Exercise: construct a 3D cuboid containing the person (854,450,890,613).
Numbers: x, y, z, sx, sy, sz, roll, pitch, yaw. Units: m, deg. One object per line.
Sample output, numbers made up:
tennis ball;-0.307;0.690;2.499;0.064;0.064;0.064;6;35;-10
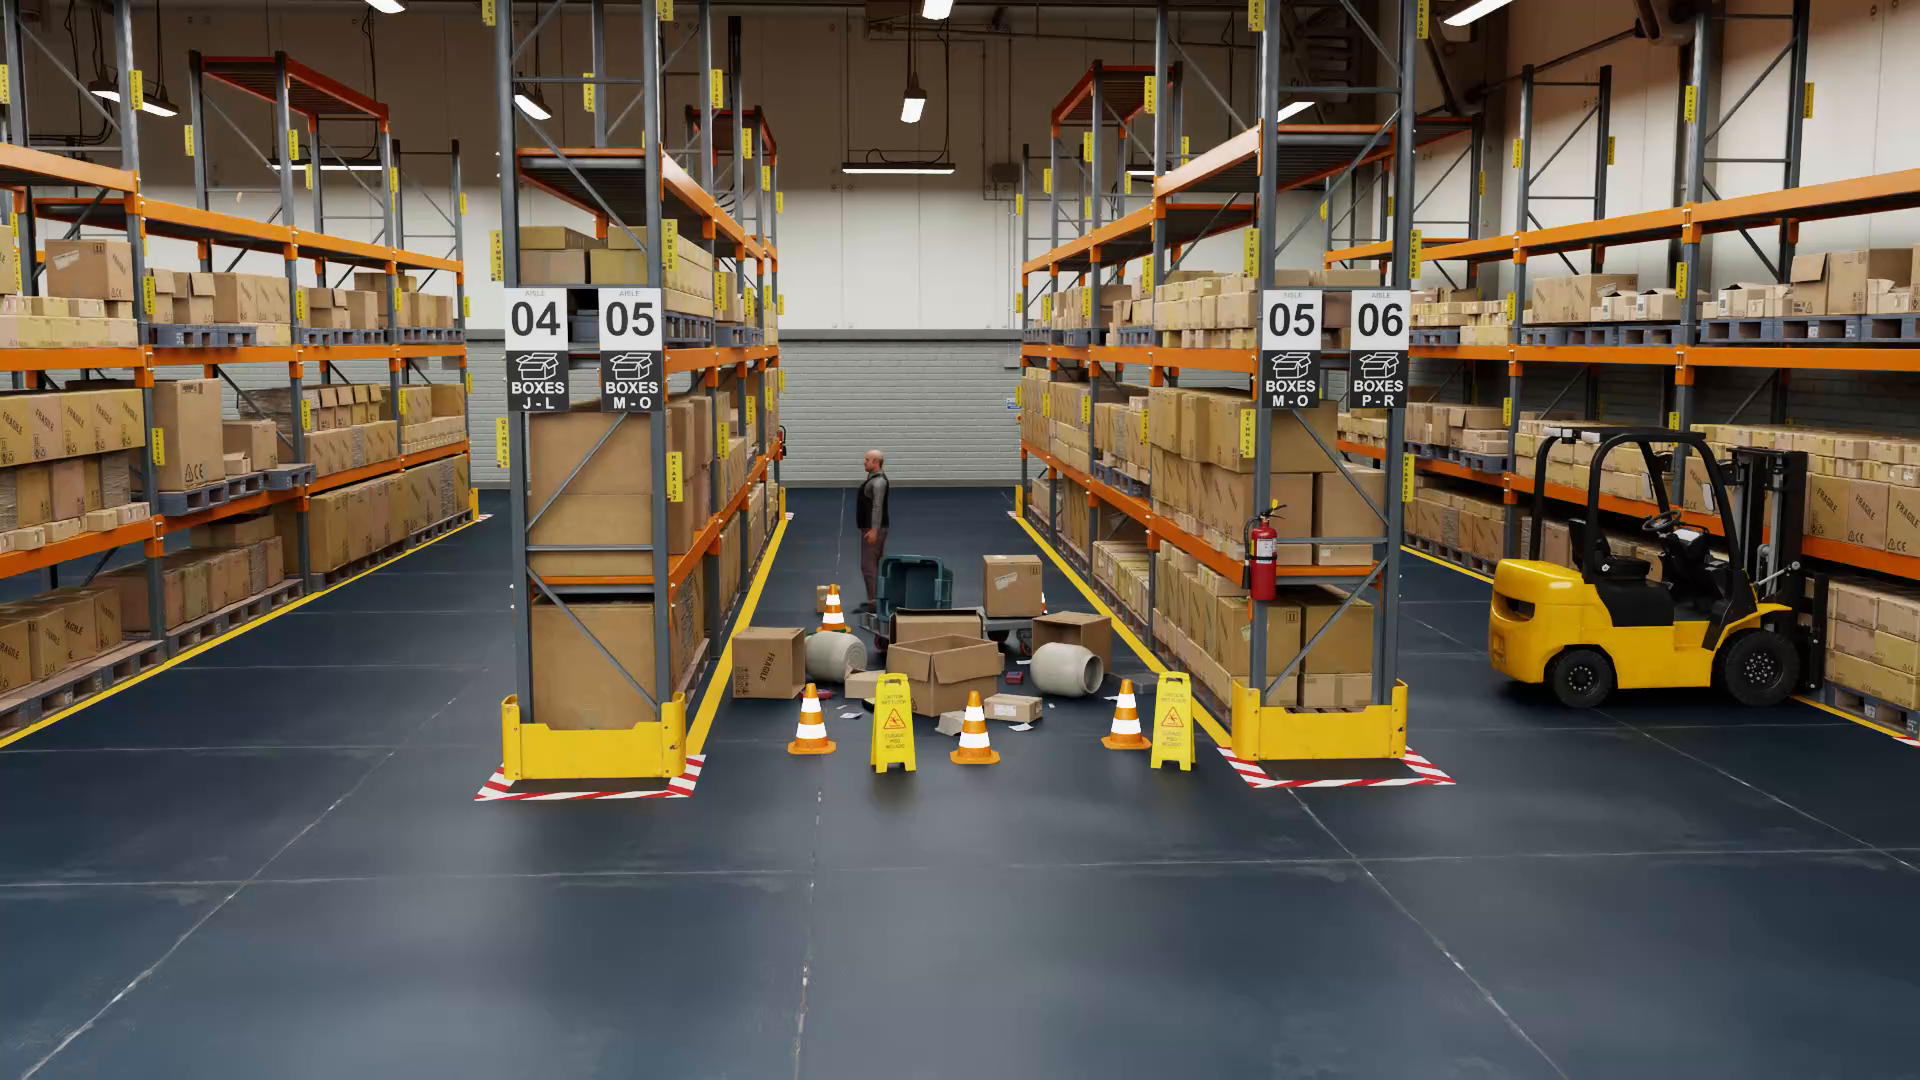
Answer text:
person;-0.940;-0.096;17.696;0.385;1.727;0.538;0;7;-3
